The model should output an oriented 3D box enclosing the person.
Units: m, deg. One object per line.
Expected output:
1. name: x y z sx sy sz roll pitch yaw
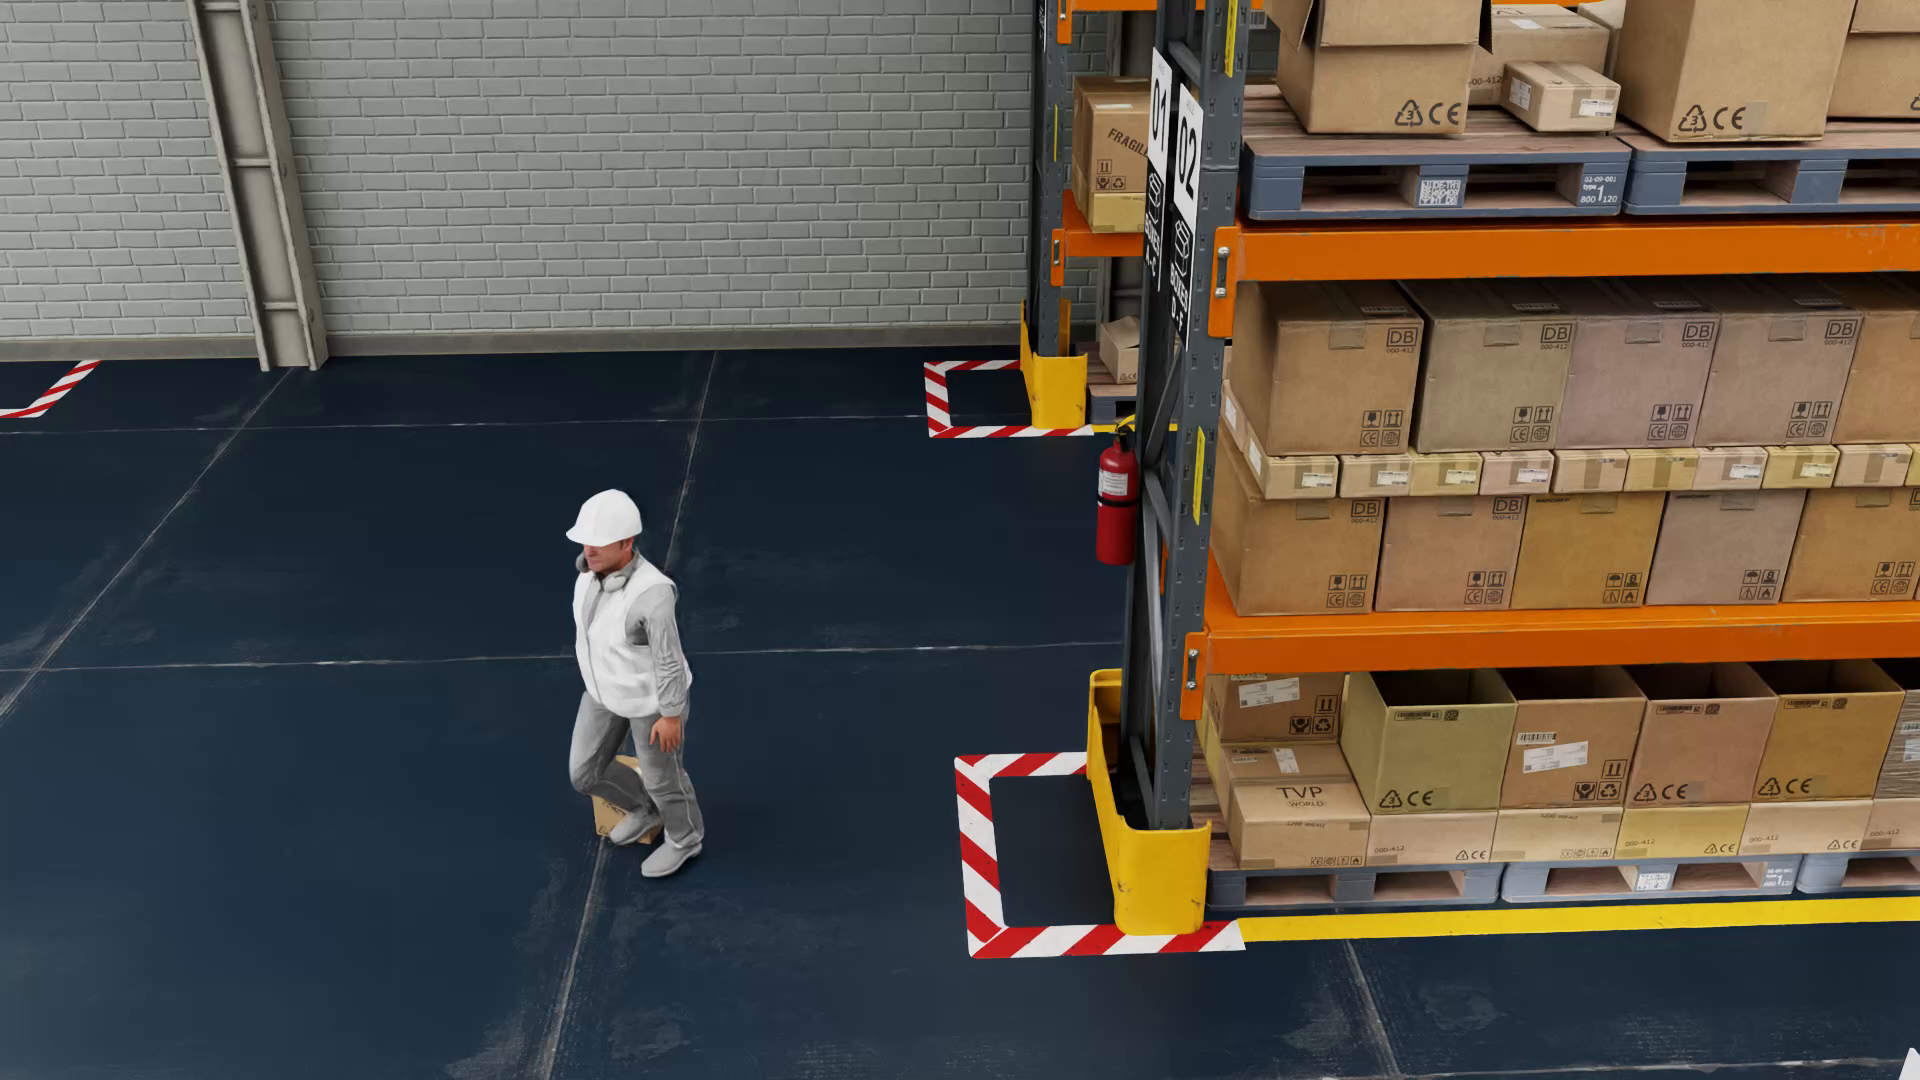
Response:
1. person: -1.243 0.579 6.436 0.566 1.758 0.493 22 34 36
